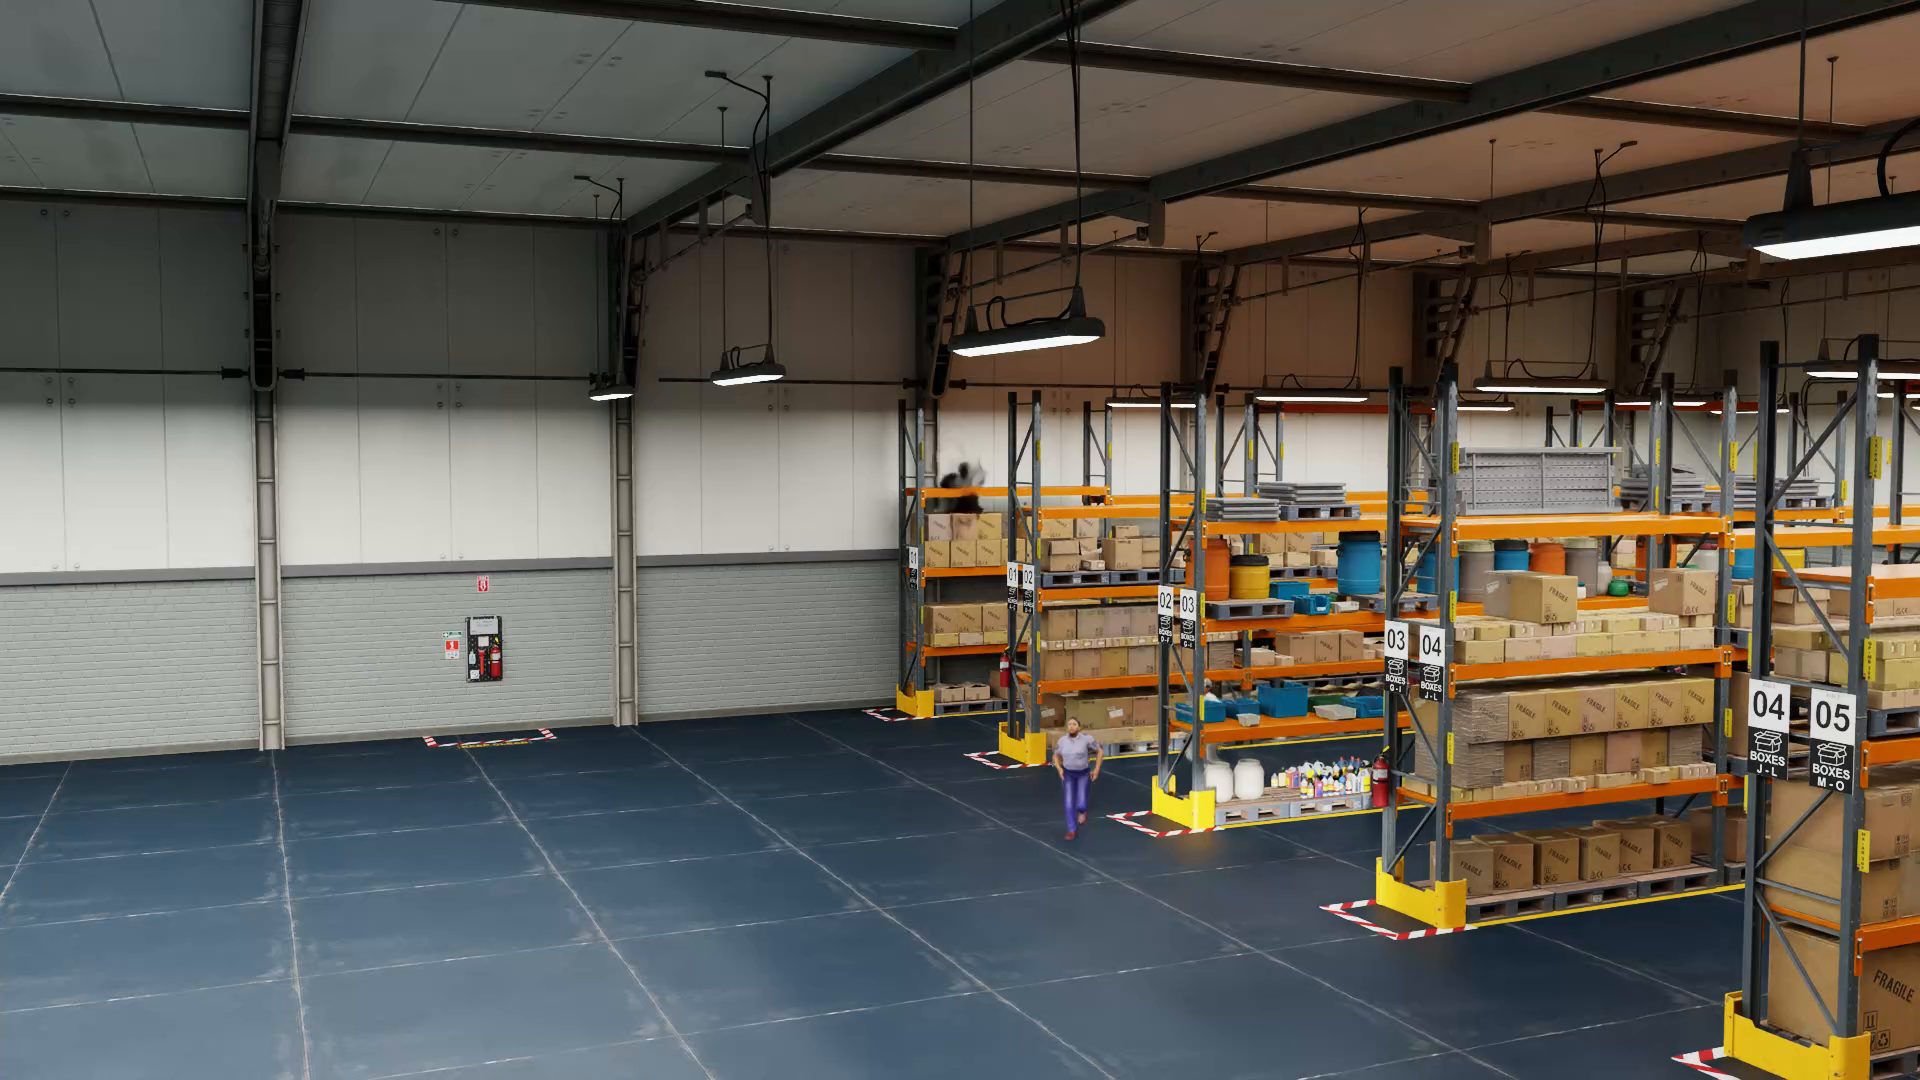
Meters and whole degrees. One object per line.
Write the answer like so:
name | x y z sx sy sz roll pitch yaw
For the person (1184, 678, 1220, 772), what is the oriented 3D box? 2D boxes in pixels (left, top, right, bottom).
person | 3.661 2.875 24.967 0.721 1.631 0.576 -3 4 -37

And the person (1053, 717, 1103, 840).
person | 1.525 3.100 21.696 0.641 1.608 0.620 1 3 14
